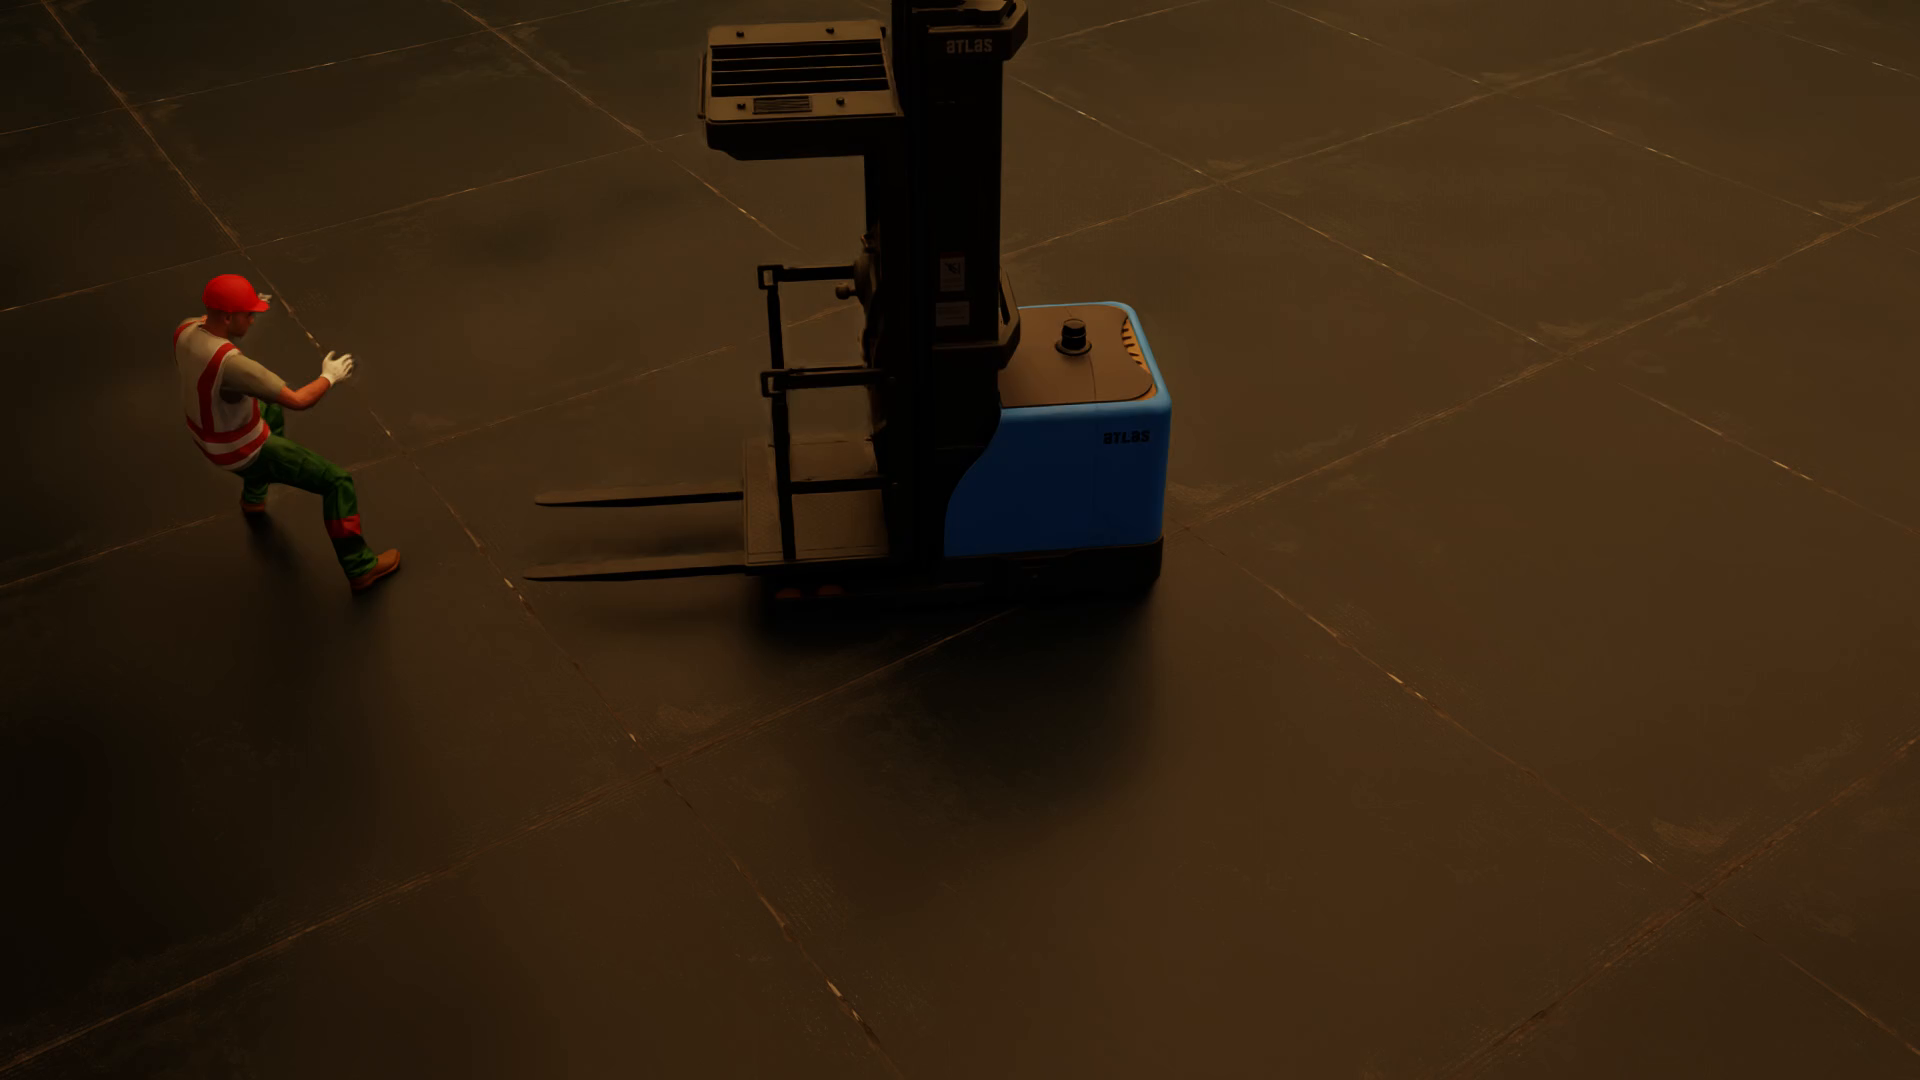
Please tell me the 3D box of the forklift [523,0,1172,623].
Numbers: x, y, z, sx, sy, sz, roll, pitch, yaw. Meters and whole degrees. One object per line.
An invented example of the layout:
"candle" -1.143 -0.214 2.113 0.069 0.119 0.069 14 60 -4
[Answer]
"forklift" -0.582 -1.120 7.459 3.031 2.935 1.130 -4 37 -5

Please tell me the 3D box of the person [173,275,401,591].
"person" -3.279 -0.606 7.936 0.738 1.544 1.103 -28 45 -32
